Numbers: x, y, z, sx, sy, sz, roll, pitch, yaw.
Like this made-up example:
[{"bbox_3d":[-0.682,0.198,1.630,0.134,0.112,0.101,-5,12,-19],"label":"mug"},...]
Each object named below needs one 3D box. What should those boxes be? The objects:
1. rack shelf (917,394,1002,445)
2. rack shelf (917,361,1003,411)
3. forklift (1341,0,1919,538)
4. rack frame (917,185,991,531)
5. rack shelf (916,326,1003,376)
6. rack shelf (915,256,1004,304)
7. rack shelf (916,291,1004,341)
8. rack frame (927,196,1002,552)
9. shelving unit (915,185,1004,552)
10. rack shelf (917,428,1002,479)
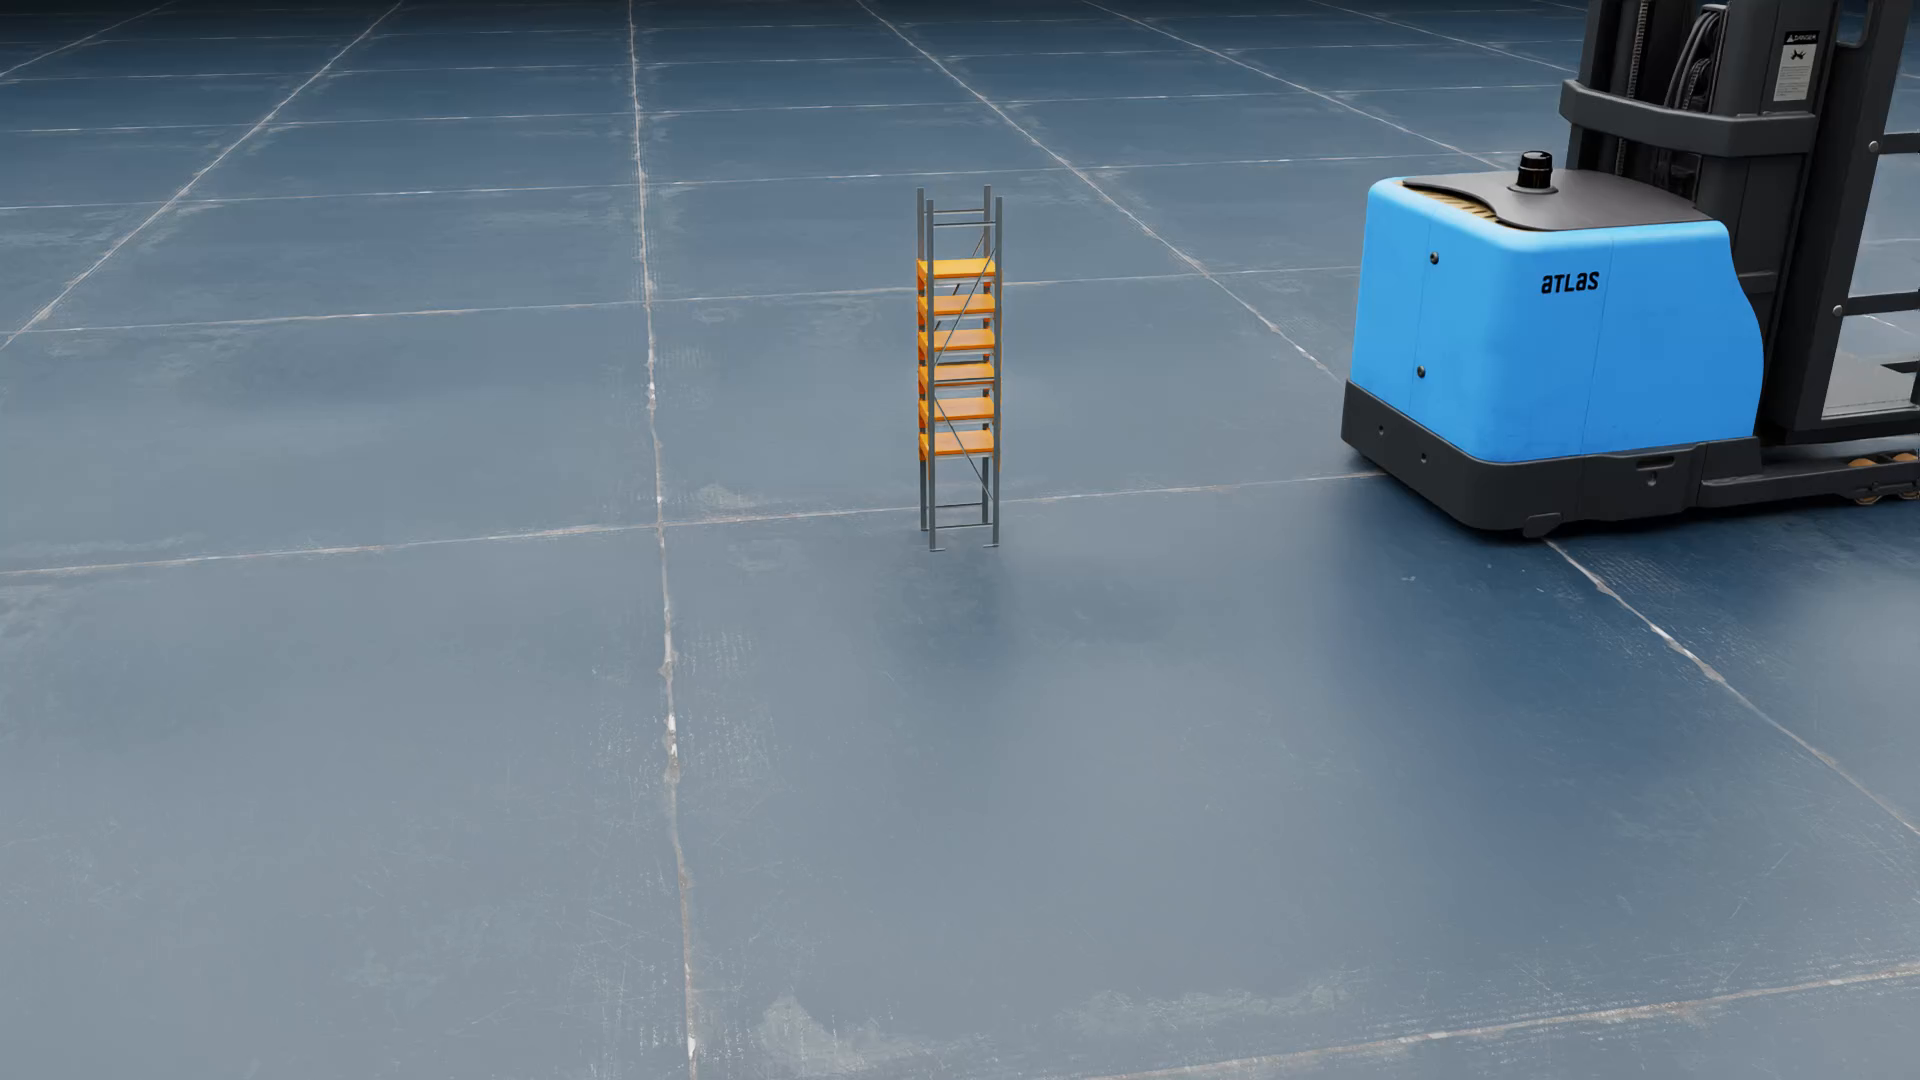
[{"bbox_3d":[-0.003,-0.405,5.589,0.258,0.103,0.180,-4,24,-10],"label":"rack shelf"},{"bbox_3d":[-0.003,-0.515,5.541,0.258,0.103,0.180,-4,24,-10],"label":"rack shelf"},{"bbox_3d":[3.059,-1.666,5.902,3.031,2.935,1.130,-6,24,-15],"label":"forklift"},{"bbox_3d":[-0.020,-0.592,5.605,0.240,1.200,0.006,-4,24,-10],"label":"rack frame"},{"bbox_3d":[-0.003,-0.625,5.493,0.258,0.103,0.180,-4,24,-10],"label":"rack shelf"},{"bbox_3d":[-0.003,-0.845,5.397,0.258,0.103,0.180,-4,24,-10],"label":"rack shelf"},{"bbox_3d":[-0.003,-0.735,5.445,0.258,0.103,0.180,-4,24,-10],"label":"rack shelf"},{"bbox_3d":[0.014,-0.520,5.440,0.240,1.200,0.006,-4,24,-10],"label":"rack frame"},{"bbox_3d":[-0.003,-0.556,5.523,0.258,1.200,0.189,-4,24,-10],"label":"shelving unit"},{"bbox_3d":[-0.003,-0.295,5.637,0.258,0.103,0.180,-4,24,-10],"label":"rack shelf"}]
